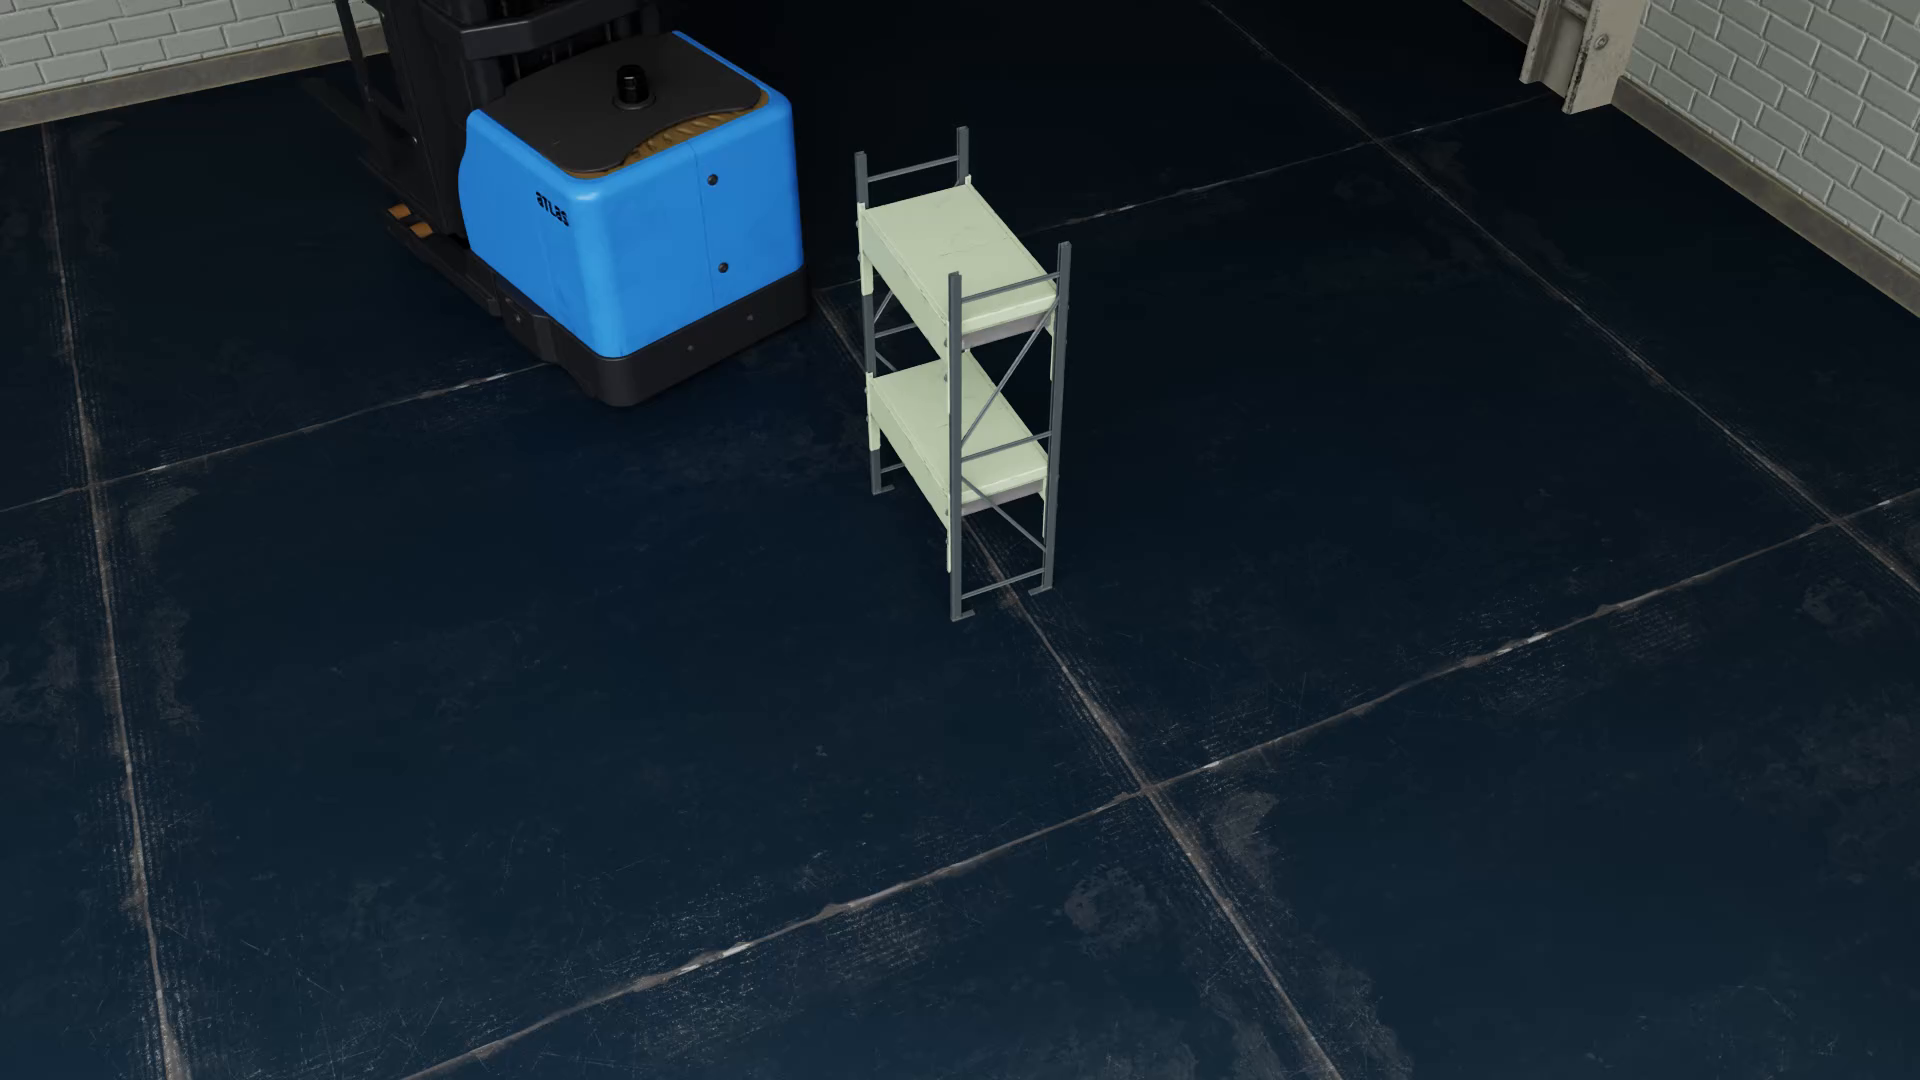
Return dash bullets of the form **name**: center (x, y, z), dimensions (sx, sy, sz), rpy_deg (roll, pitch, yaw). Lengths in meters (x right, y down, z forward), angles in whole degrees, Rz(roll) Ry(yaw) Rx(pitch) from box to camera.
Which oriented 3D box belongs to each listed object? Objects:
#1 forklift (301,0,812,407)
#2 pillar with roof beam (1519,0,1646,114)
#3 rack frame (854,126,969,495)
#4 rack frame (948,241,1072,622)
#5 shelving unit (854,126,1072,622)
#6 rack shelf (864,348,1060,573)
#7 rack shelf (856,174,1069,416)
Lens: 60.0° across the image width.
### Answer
- **forklift**: center (-2.002, -2.530, 6.728), dimensions (1.130, 2.935, 3.031), rpy_deg (-33, 53, -29)
- **pillar with roof beam**: center (-0.764, -4.261, 4.162), dimensions (9.100, 9.000, 0.400), rpy_deg (-18, 47, -17)
- **rack frame**: center (-0.157, -0.771, 5.964), dimensions (0.400, 1.500, 0.023), rpy_deg (-18, 47, -17)
- **rack frame**: center (0.151, -0.305, 5.491), dimensions (0.400, 1.500, 0.023), rpy_deg (-18, 47, -17)
- **shelving unit**: center (-0.003, -0.538, 5.728), dimensions (0.431, 1.500, 0.755), rpy_deg (-18, 47, -17)
- **rack shelf**: center (-0.003, -0.306, 5.957), dimensions (0.431, 0.370, 0.720), rpy_deg (-18, 47, -17)
- **rack shelf**: center (-0.003, -0.816, 5.453), dimensions (0.431, 0.370, 0.720), rpy_deg (-18, 47, -17)
